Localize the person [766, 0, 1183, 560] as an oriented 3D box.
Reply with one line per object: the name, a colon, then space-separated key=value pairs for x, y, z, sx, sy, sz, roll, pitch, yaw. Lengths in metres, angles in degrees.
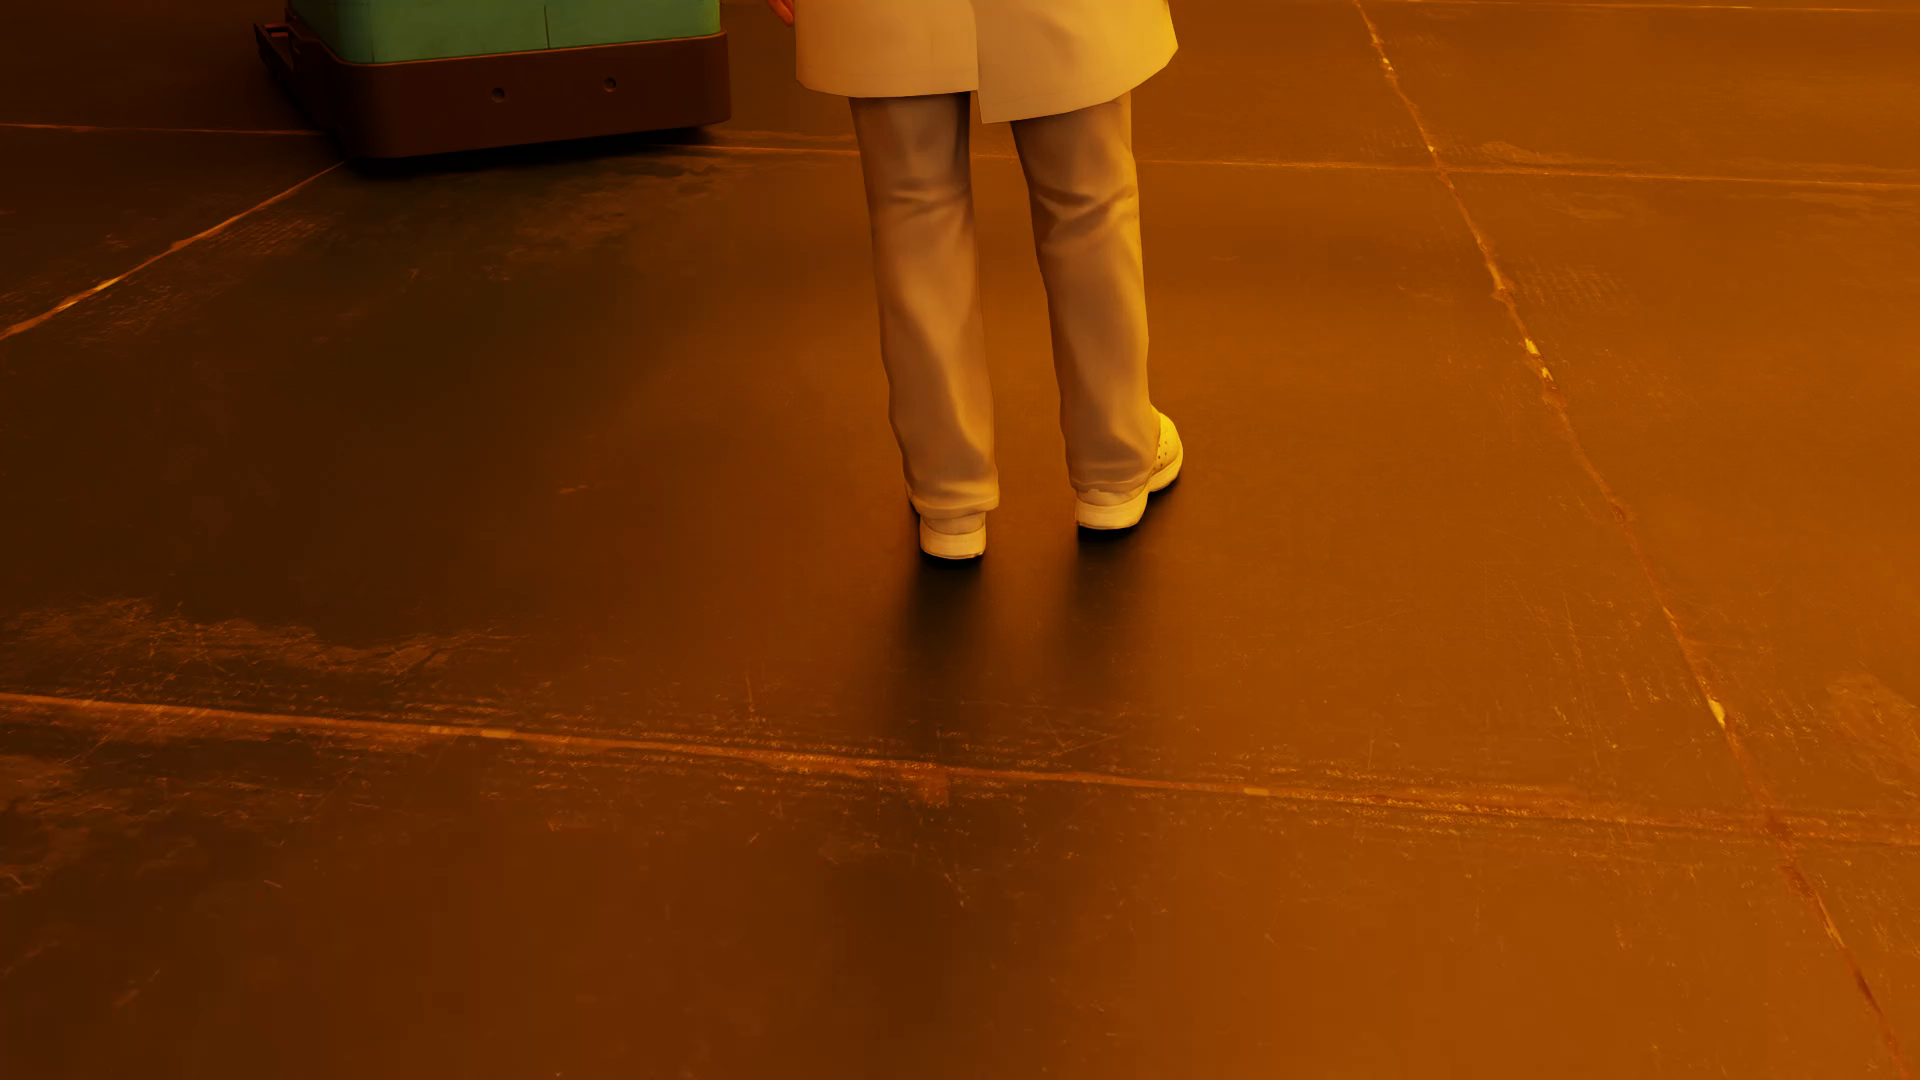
person: x=0.016 y=-0.843 z=2.181 sx=0.698 sy=1.778 sz=0.578 roll=3 pitch=27 yaw=7

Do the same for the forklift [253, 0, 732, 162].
forklift: x=-1.776 y=-2.930 z=5.090 sx=1.130 sy=2.935 sz=3.031 roll=-13 pitch=29 yaw=-24
